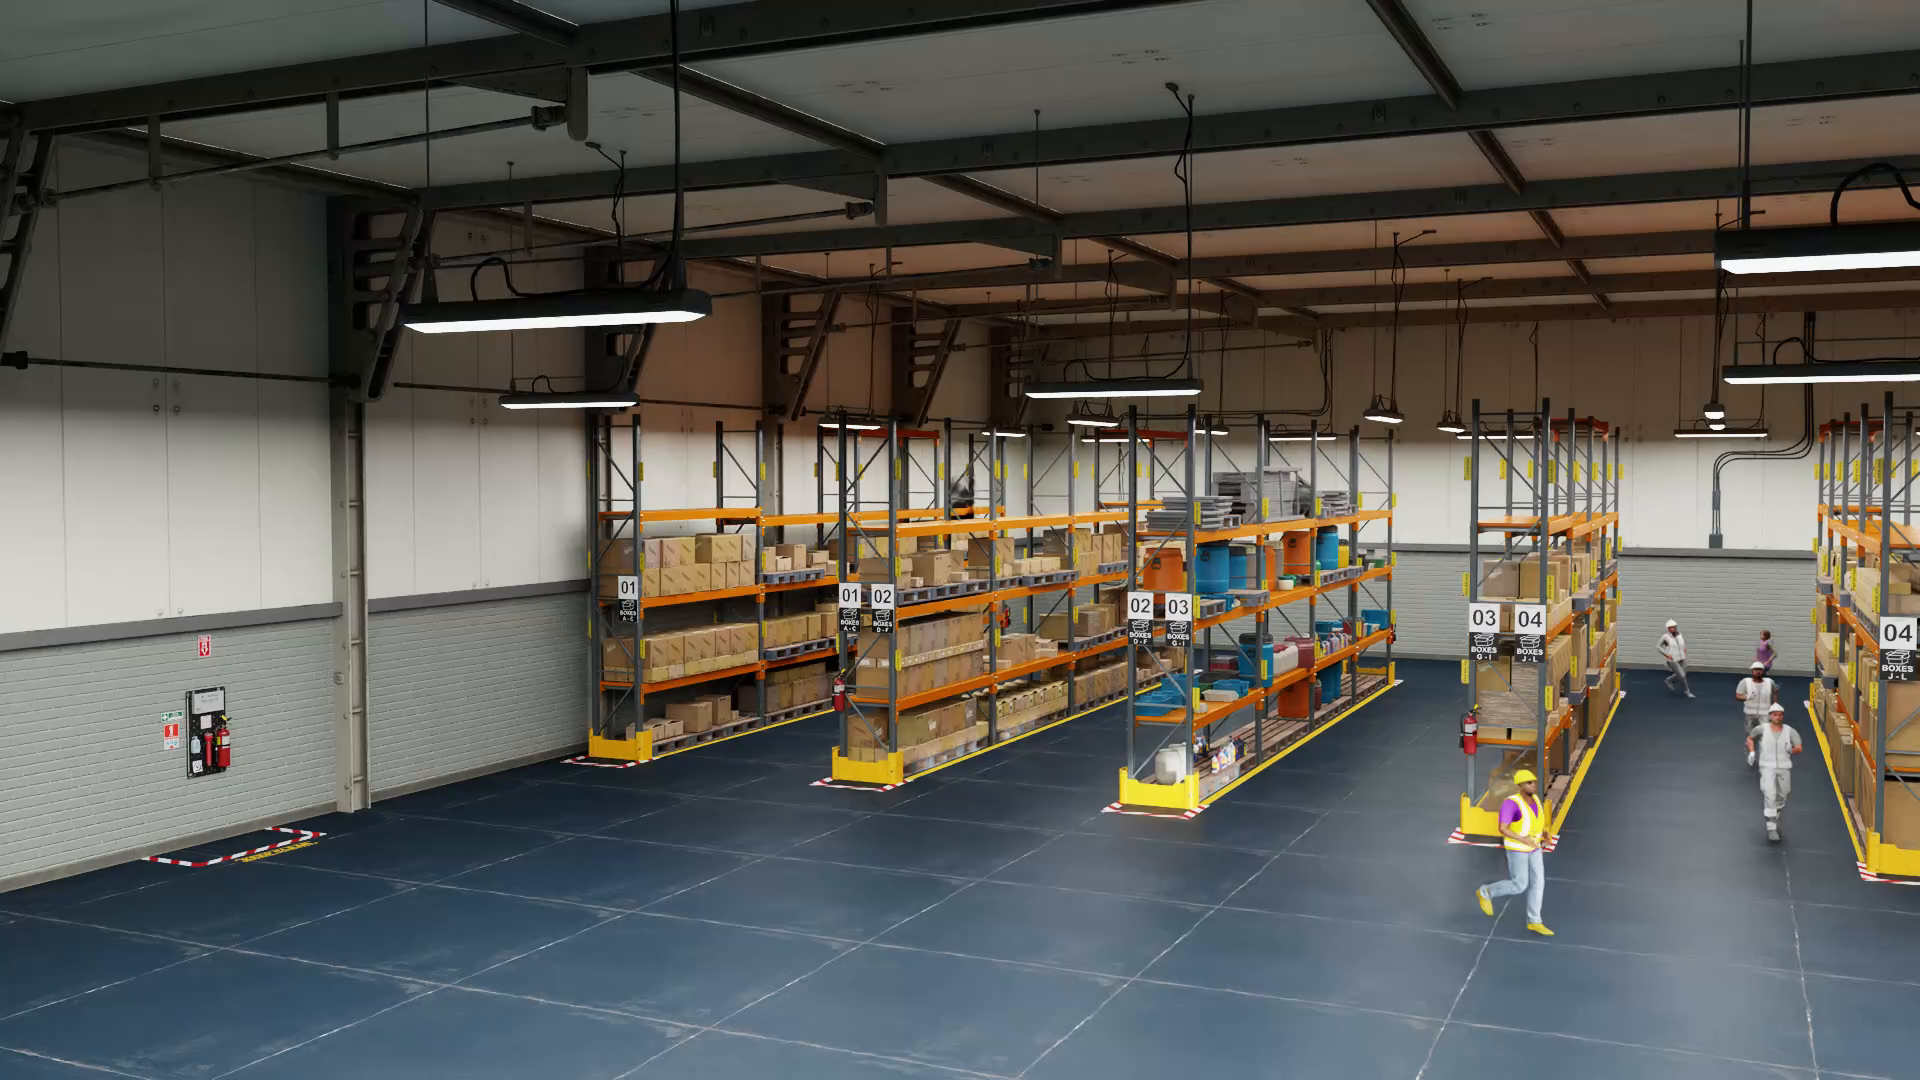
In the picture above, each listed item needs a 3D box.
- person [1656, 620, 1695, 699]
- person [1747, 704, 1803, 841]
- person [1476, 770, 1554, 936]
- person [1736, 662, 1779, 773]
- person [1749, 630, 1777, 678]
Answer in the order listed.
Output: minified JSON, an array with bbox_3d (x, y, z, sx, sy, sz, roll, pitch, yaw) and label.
[{"bbox_3d":[15.812,2.635,36.936,0.690,1.720,0.862,-1,2,-20],"label":"person"},{"bbox_3d":[11.160,3.136,22.762,0.660,1.786,0.982,1,2,15],"label":"person"},{"bbox_3d":[6.138,3.385,18.240,0.708,1.760,0.862,-2,3,-36],"label":"person"},{"bbox_3d":[13.364,2.937,27.873,0.674,1.800,0.938,1,3,23],"label":"person"},{"bbox_3d":[17.676,2.740,36.573,0.487,1.541,0.593,0,2,-2],"label":"person"}]
